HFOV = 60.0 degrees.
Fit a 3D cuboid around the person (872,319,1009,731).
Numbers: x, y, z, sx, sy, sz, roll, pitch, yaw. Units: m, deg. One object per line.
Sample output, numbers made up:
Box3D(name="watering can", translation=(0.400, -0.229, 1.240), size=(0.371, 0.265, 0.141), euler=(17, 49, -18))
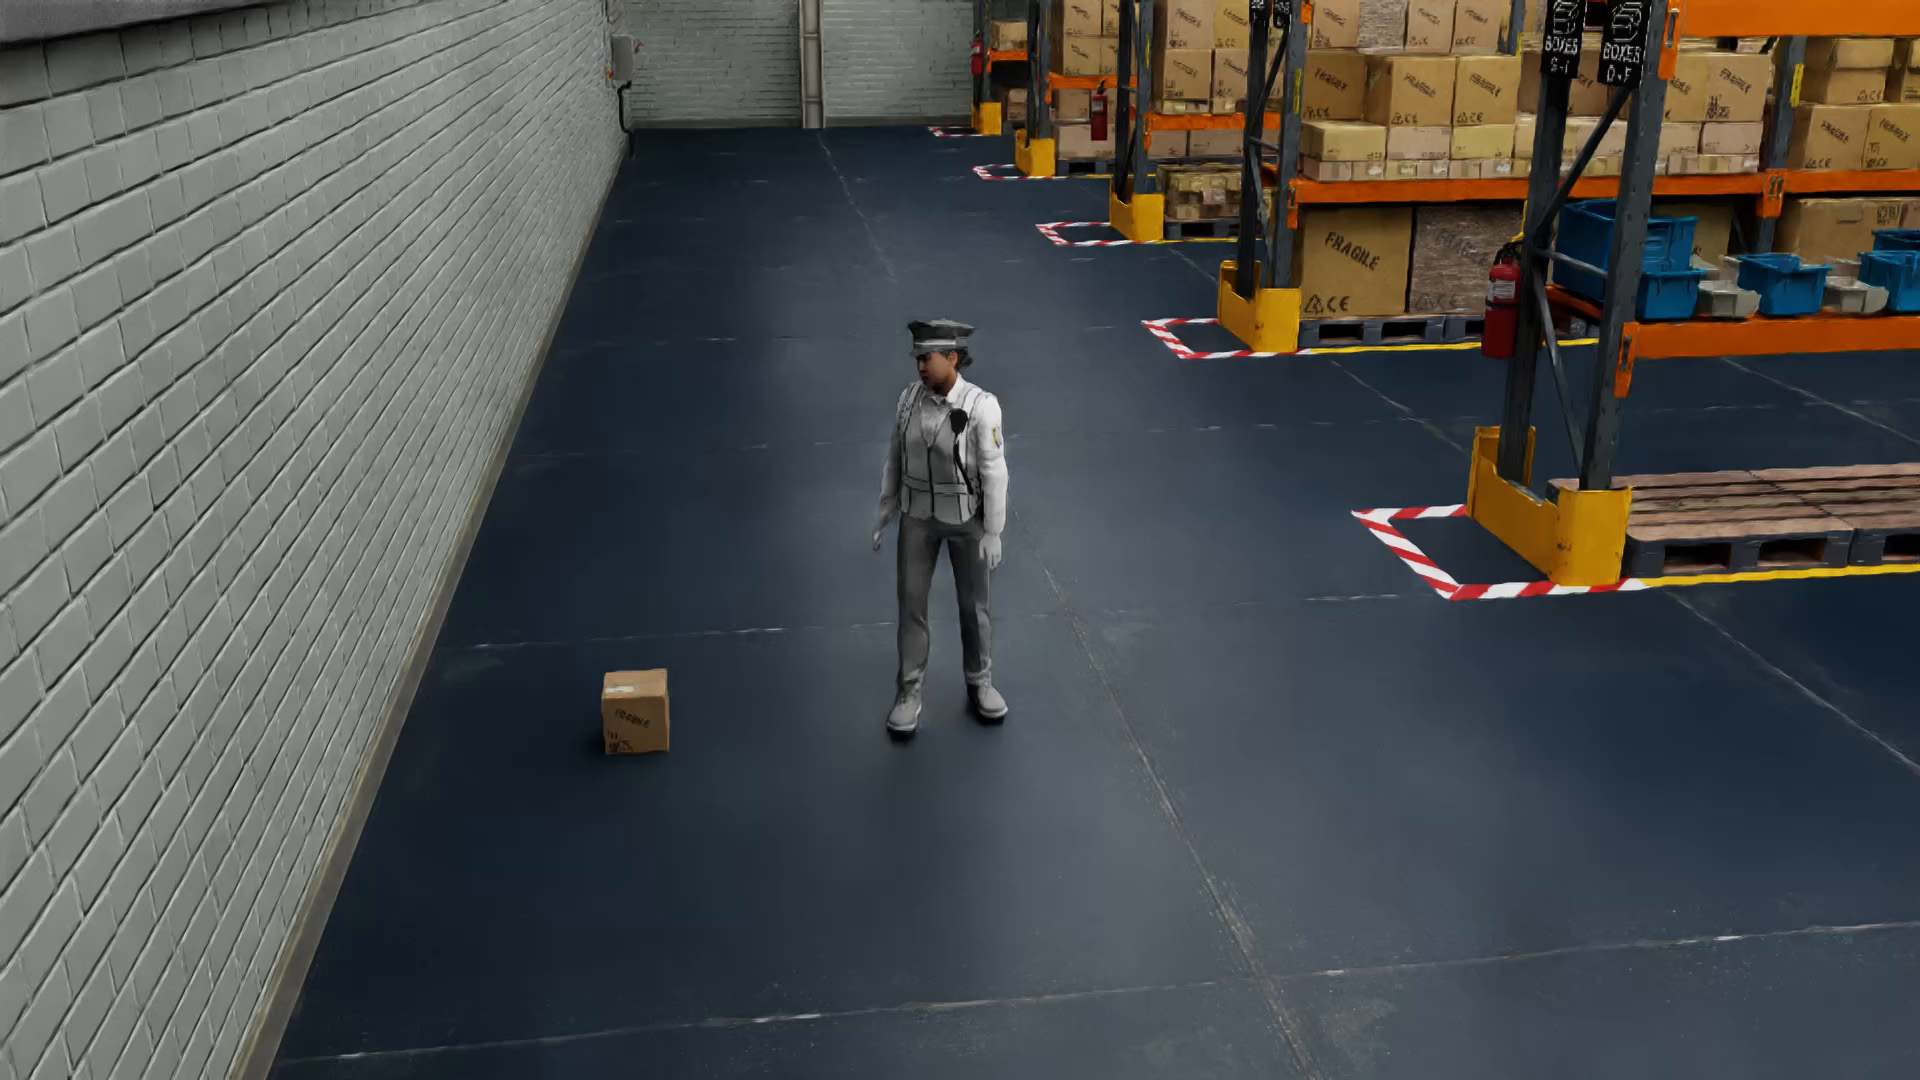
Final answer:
Box3D(name="person", translation=(-0.091, -0.057, 6.645), size=(0.569, 1.673, 0.535), euler=(7, 21, 17))
